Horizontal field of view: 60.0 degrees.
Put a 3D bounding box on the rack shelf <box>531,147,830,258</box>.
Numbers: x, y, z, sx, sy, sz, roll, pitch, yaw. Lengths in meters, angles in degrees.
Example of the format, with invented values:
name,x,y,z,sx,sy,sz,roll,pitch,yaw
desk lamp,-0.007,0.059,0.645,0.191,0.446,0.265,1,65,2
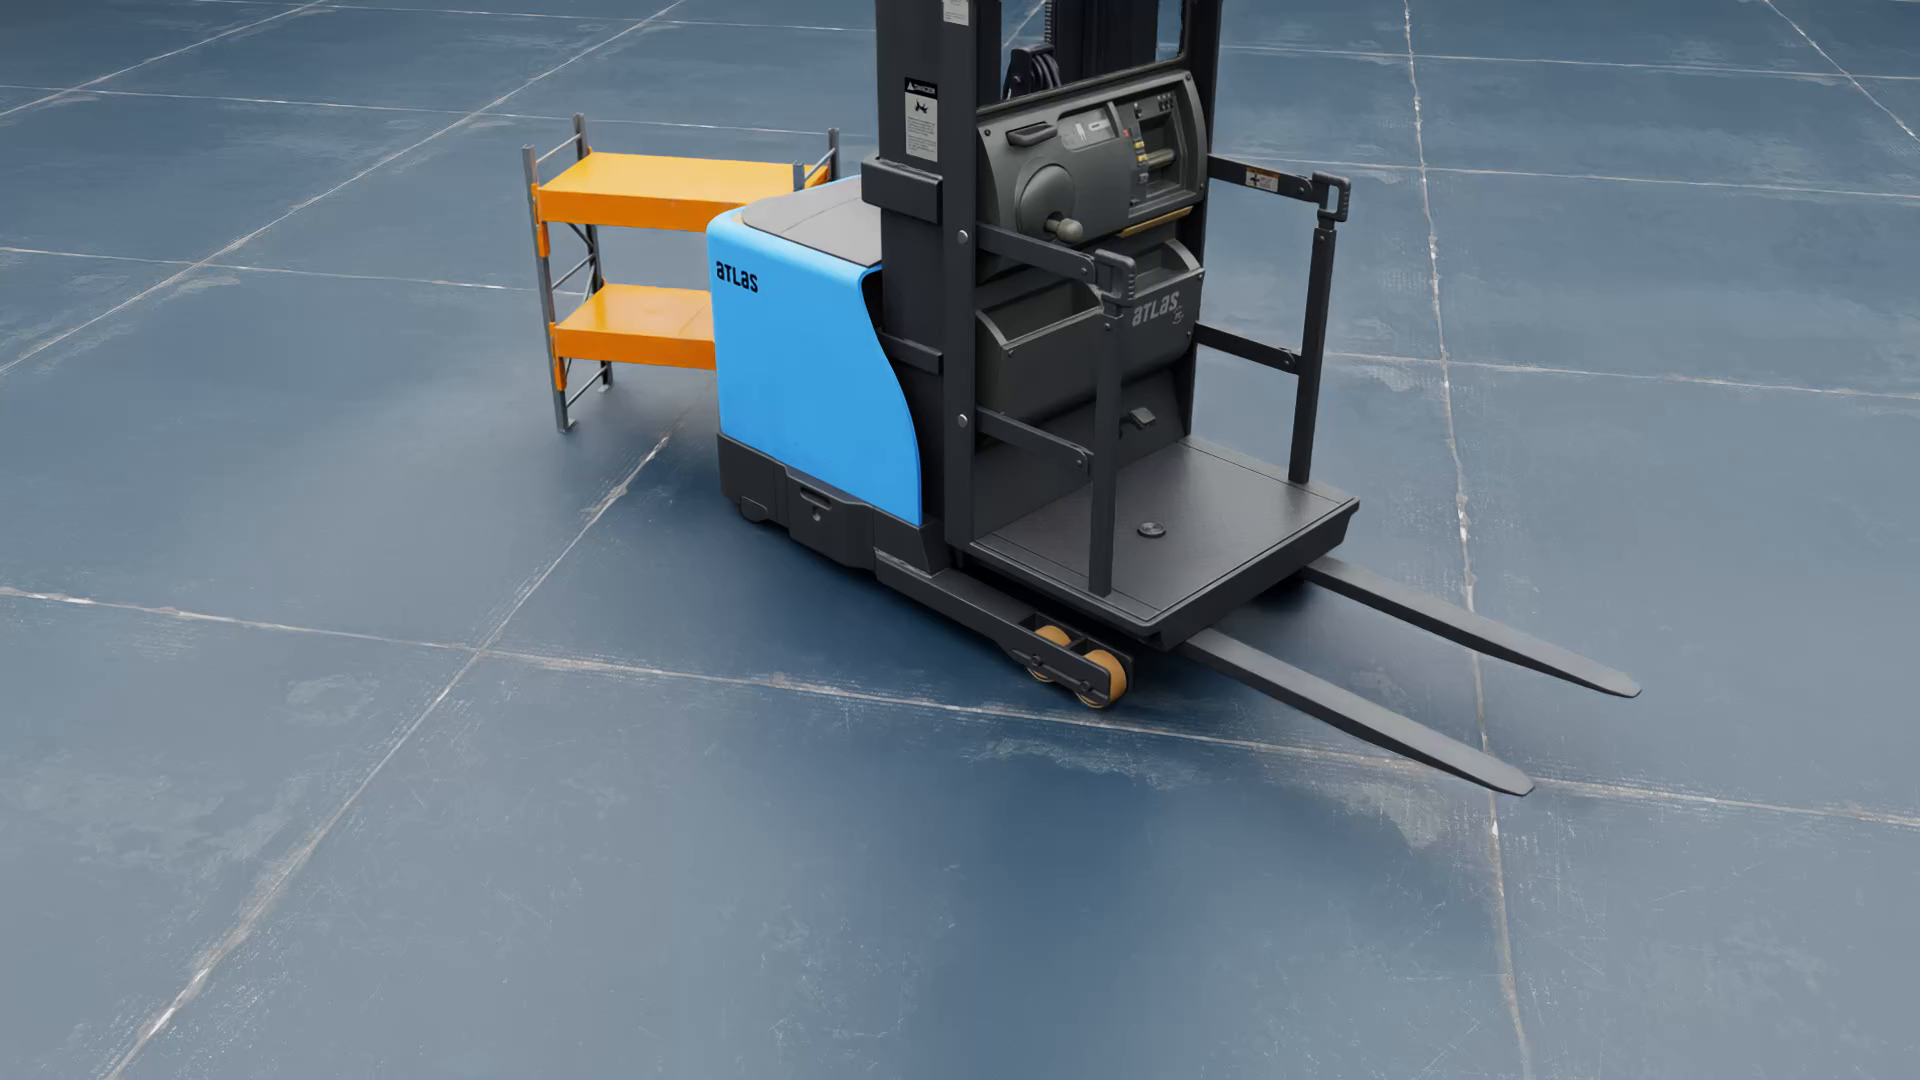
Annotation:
name,x,y,z,sx,sy,sz,roll,pitch,yaw
rack shelf,-1.017,-1.242,6.237,1.000,0.278,0.538,6,29,10

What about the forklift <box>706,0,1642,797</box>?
name,x,y,z,sx,sy,sz,roll,pitch,yaw
forklift,0.552,-1.078,4.667,3.031,2.935,1.130,25,37,38

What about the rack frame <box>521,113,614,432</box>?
name,x,y,z,sx,sy,sz,roll,pitch,yaw
rack frame,-1.514,-1.035,6.470,0.032,1.125,0.500,6,29,10

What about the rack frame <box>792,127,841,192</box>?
name,x,y,z,sx,sy,sz,roll,pitch,yaw
rack frame,-0.519,-0.934,6.286,0.032,1.125,0.500,6,29,10

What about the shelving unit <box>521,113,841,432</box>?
name,x,y,z,sx,sy,sz,roll,pitch,yaw
shelving unit,-1.017,-0.985,6.378,1.048,1.125,0.538,6,29,10

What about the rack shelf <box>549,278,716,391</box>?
name,x,y,z,sx,sy,sz,roll,pitch,yaw
rack shelf,-1.017,-0.770,6.495,1.000,0.278,0.538,6,29,10
